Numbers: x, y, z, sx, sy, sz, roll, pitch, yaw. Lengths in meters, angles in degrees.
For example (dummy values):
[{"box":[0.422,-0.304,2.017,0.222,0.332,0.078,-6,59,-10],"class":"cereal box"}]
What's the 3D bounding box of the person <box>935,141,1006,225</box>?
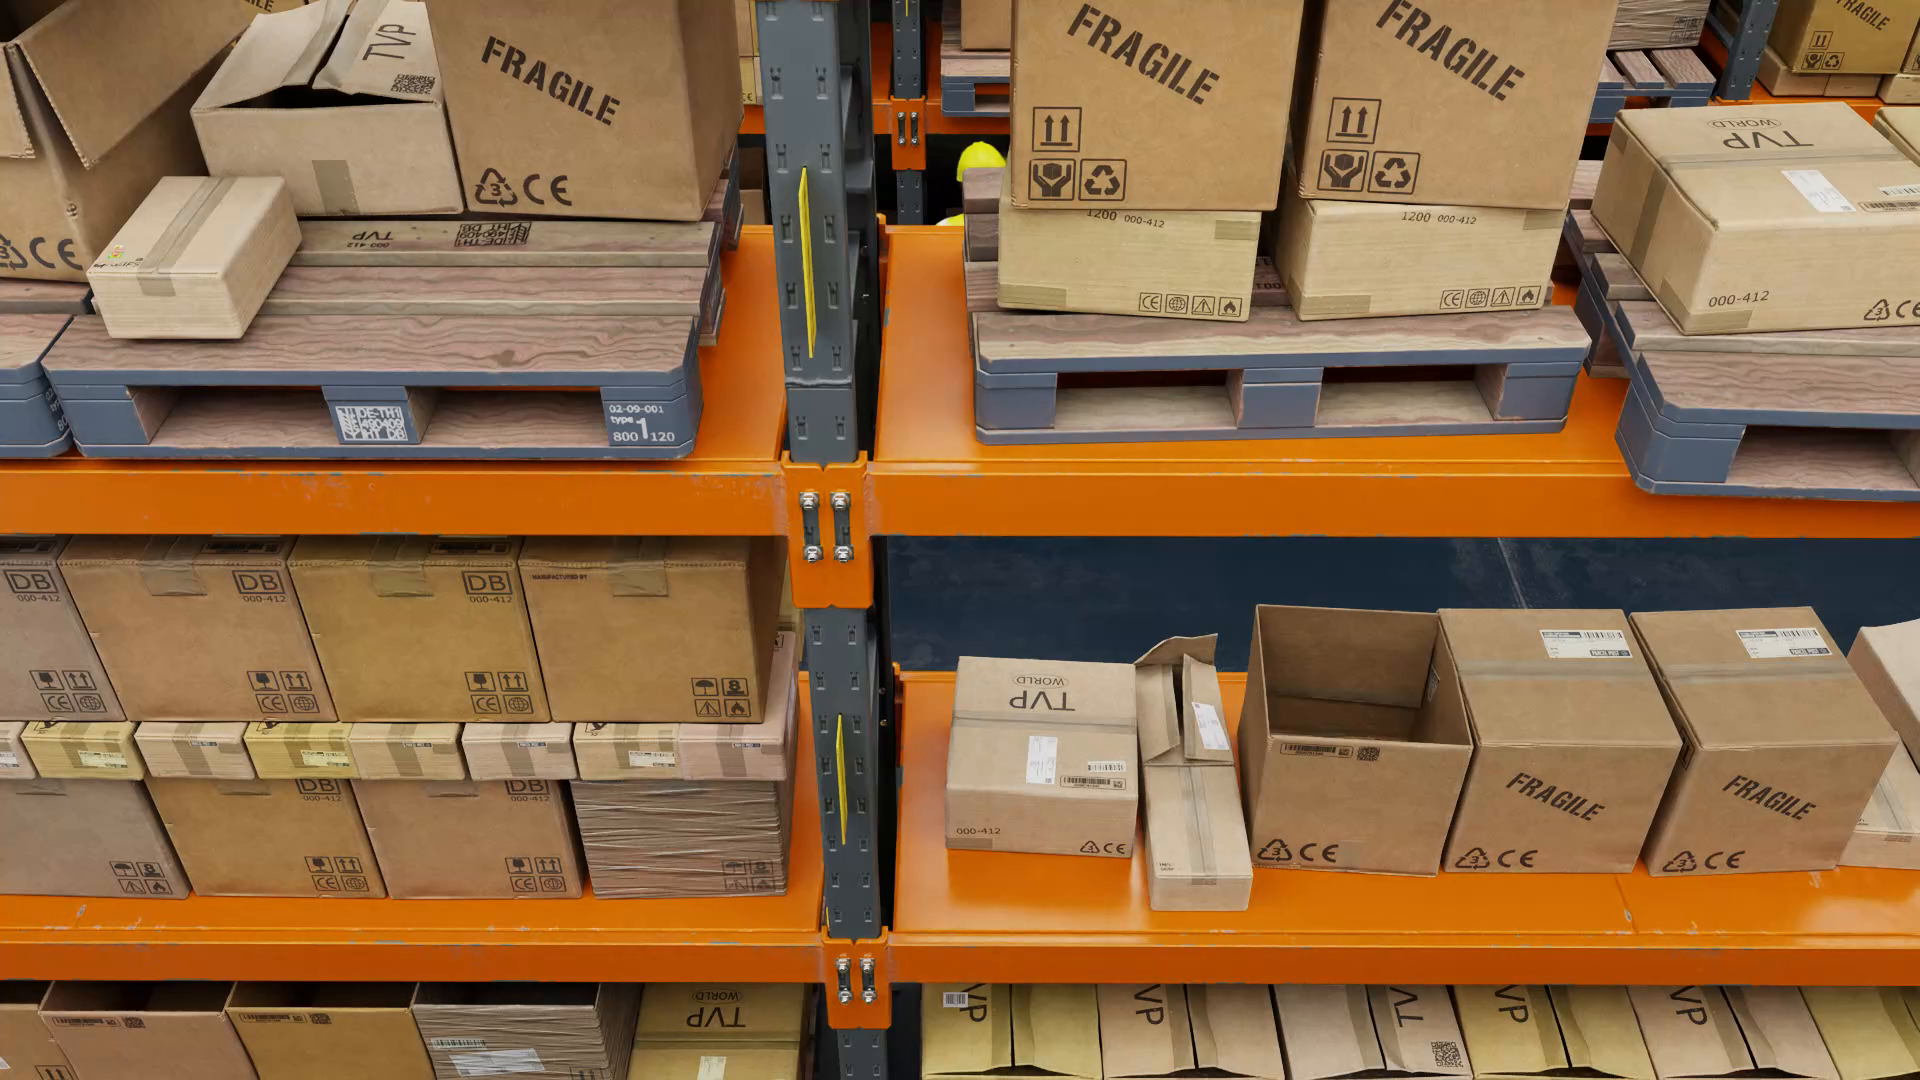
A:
[{"box":[0.119,-0.874,7.208,0.628,1.759,0.461,-2,39,-2],"class":"person"}]
